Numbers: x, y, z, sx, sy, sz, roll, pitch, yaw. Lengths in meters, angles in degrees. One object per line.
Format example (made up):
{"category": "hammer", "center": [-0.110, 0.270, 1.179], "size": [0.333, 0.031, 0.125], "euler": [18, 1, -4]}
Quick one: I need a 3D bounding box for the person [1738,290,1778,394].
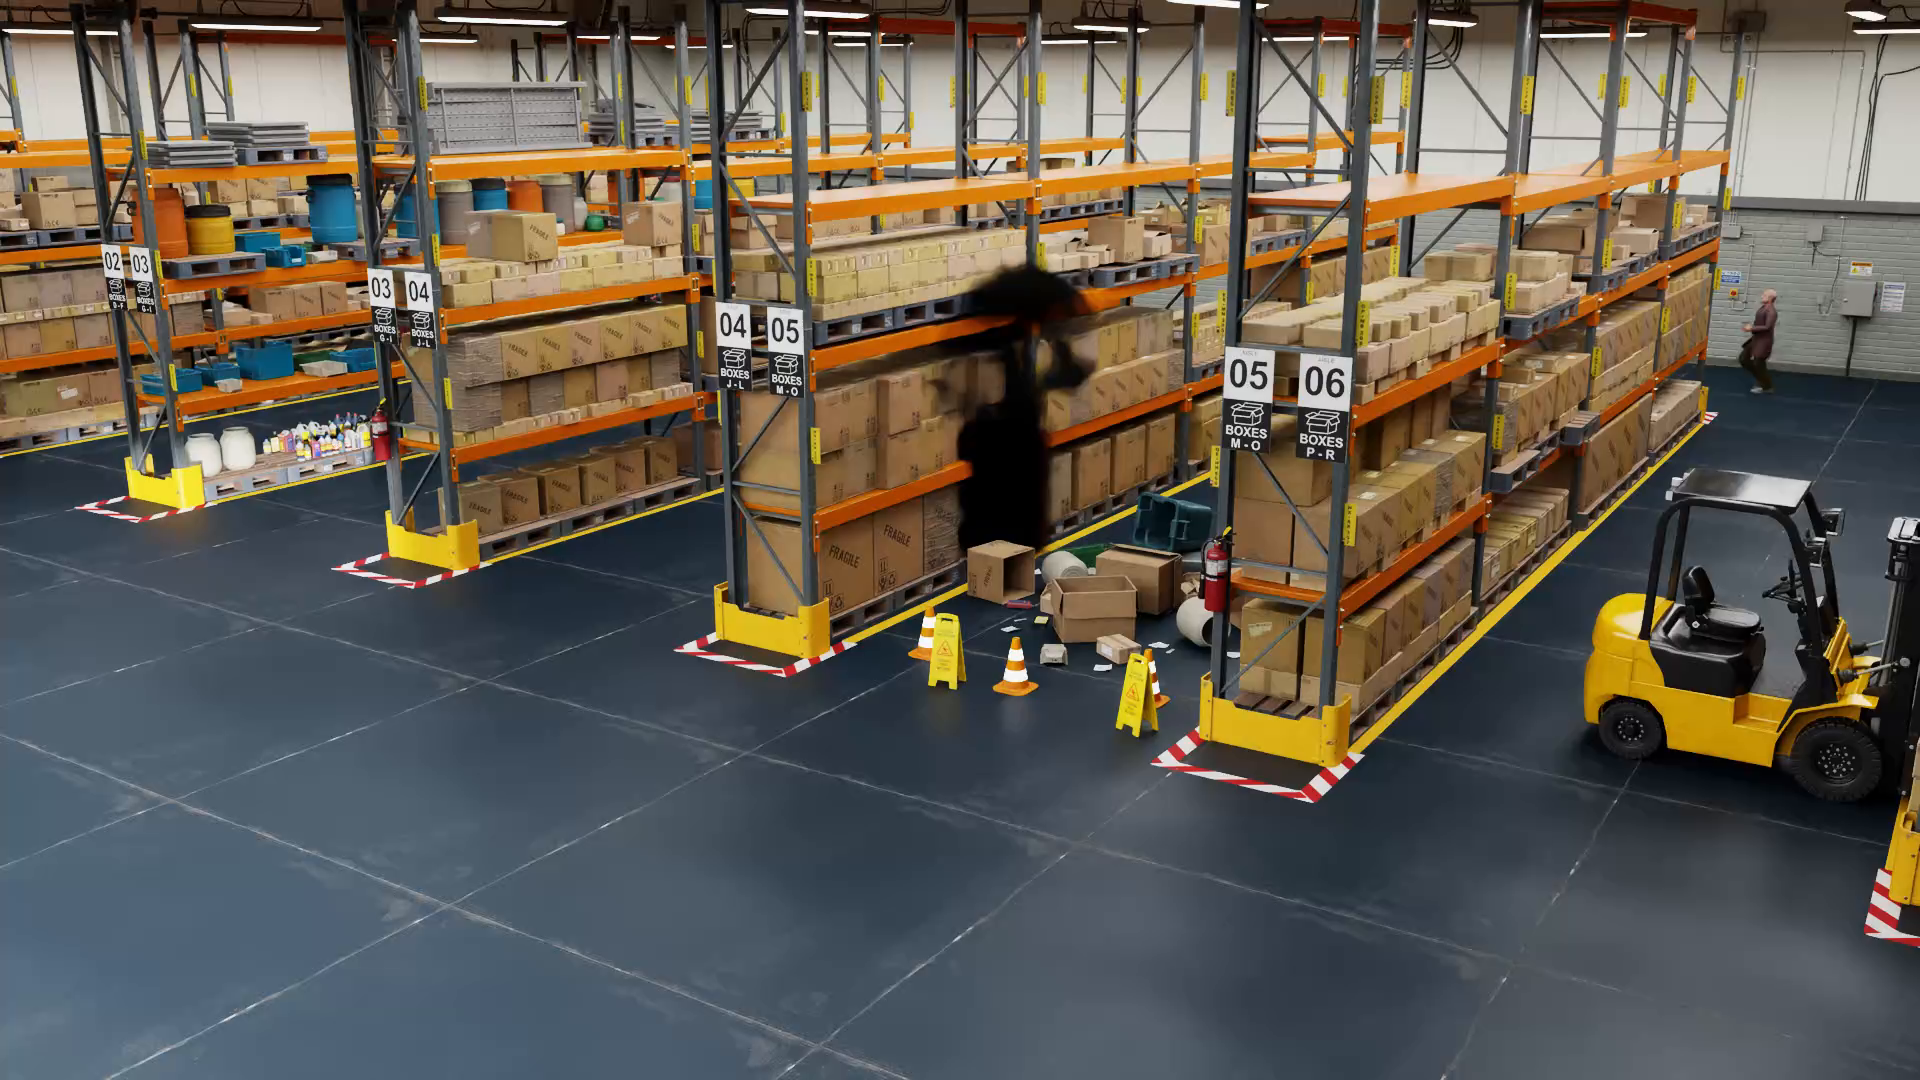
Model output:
{"category": "person", "center": [13.417, -3.333, 27.923], "size": [0.672, 1.743, 0.690], "euler": [3, 16, 10]}

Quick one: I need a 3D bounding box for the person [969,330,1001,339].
{"category": "person", "center": [0.369, -2.322, 23.322], "size": [0.683, 1.739, 0.778], "euler": [7, 17, 23]}

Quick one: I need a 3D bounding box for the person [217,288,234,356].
{"category": "person", "center": [-12.901, -3.617, 29.142], "size": [0.604, 1.659, 0.538], "euler": [10, 18, 32]}
